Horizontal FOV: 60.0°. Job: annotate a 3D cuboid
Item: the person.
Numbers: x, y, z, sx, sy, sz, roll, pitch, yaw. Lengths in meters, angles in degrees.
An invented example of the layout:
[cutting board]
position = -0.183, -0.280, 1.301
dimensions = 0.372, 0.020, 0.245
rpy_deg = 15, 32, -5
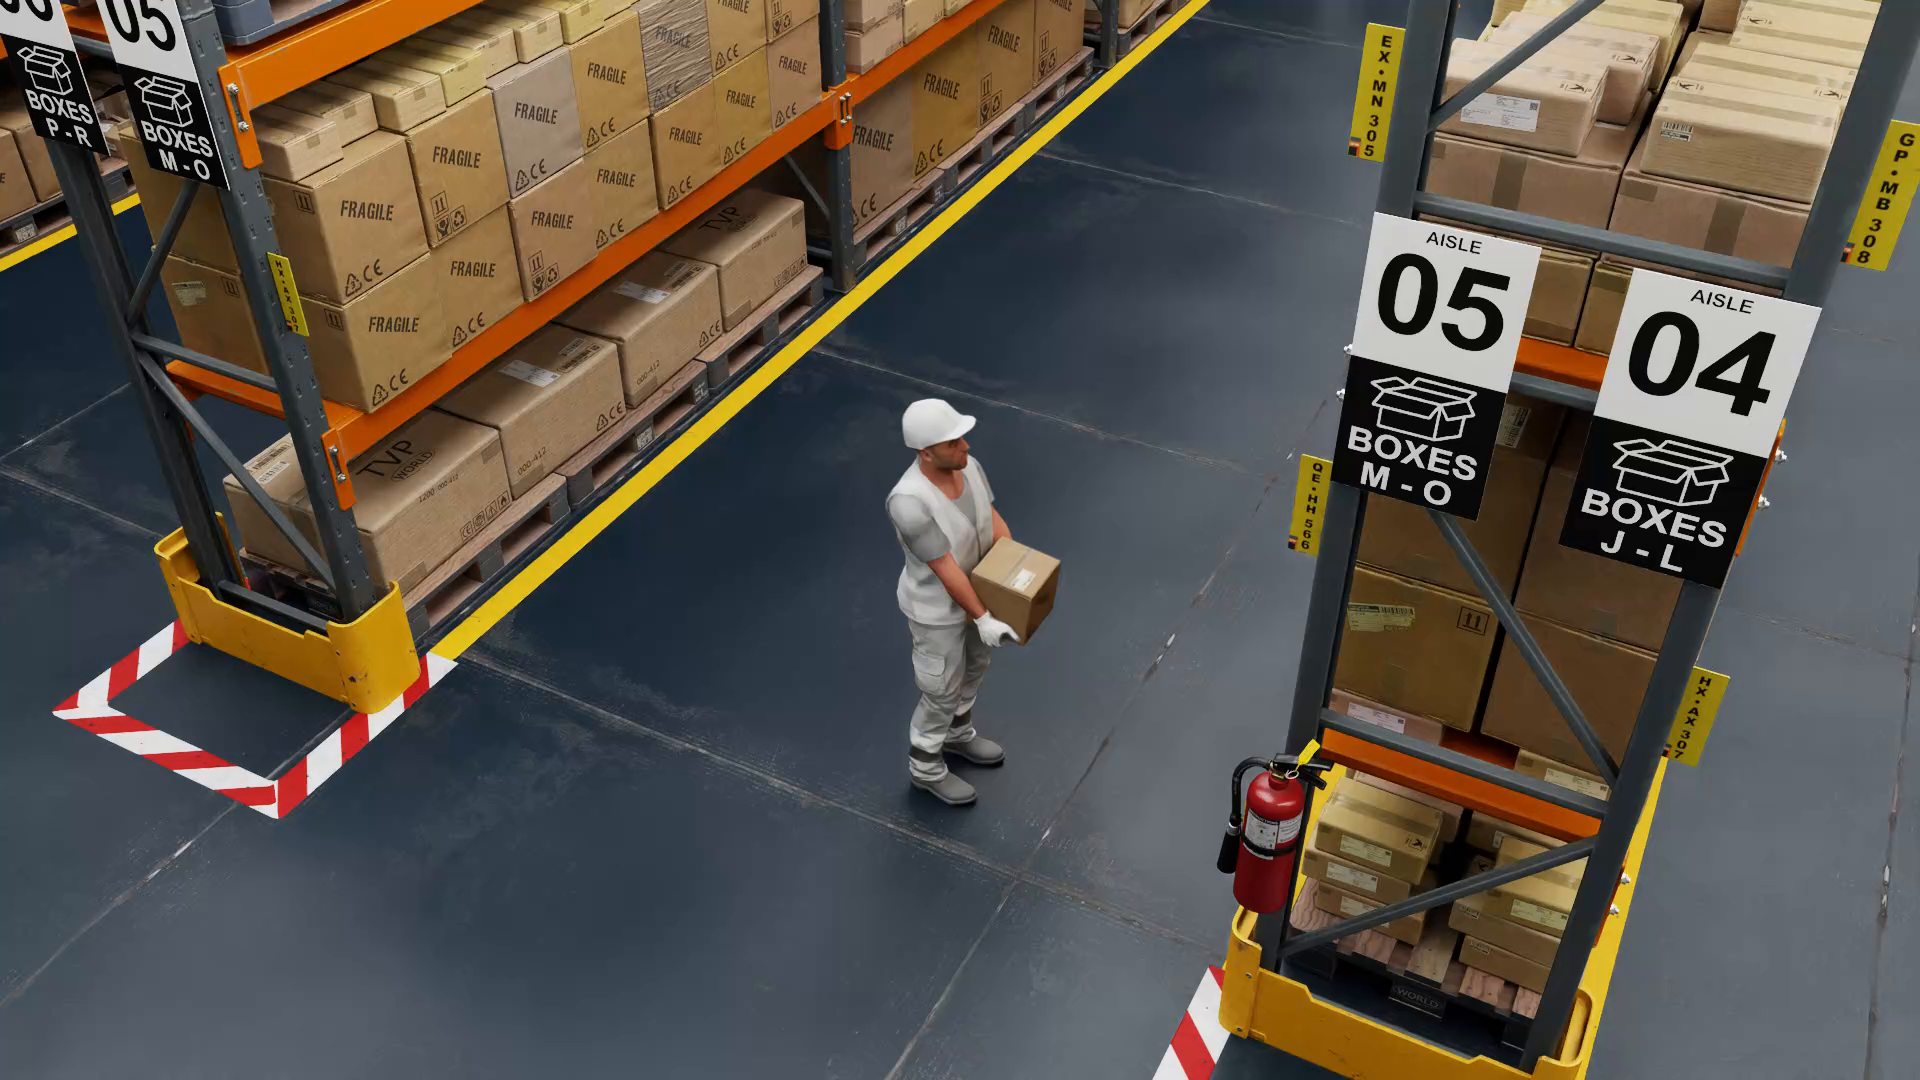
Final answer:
[person]
position = 0.045, 0.265, 6.392
dimensions = 0.561, 1.782, 0.493
rpy_deg = 18, 41, 22
